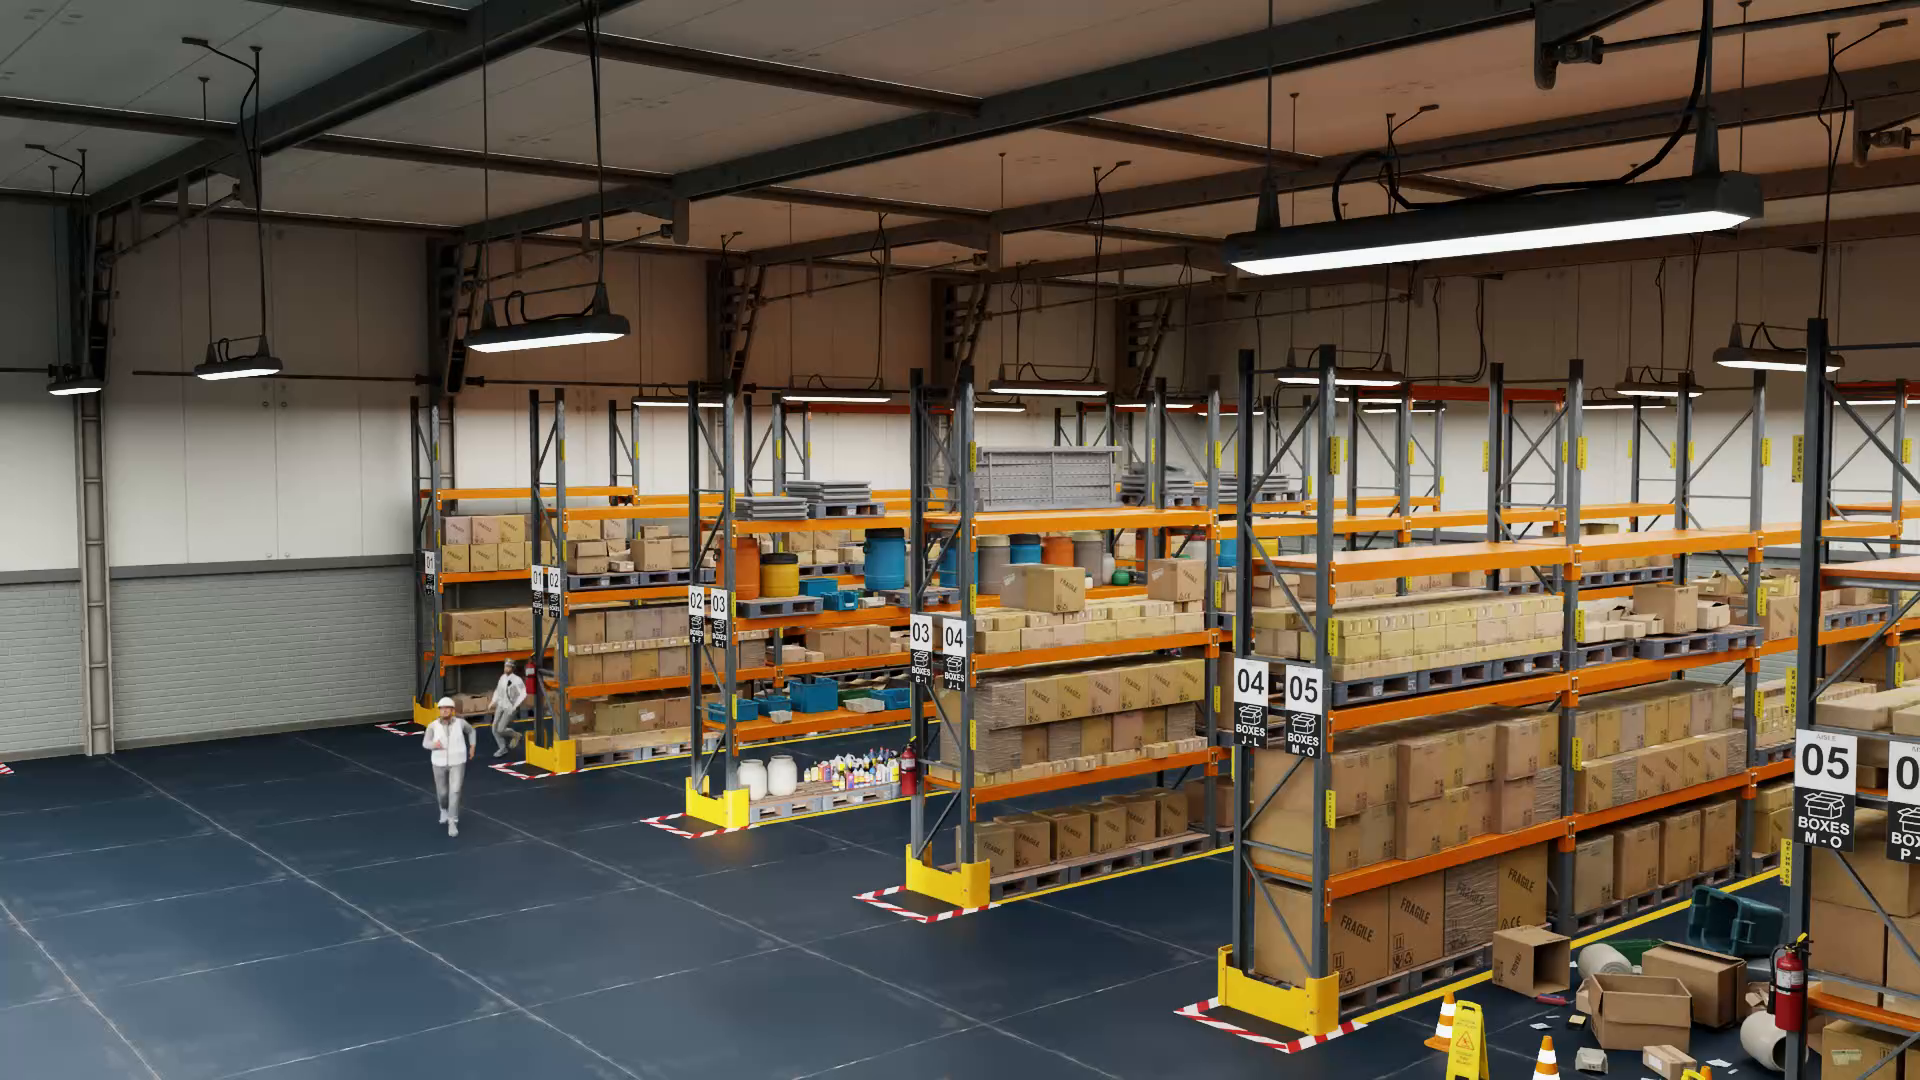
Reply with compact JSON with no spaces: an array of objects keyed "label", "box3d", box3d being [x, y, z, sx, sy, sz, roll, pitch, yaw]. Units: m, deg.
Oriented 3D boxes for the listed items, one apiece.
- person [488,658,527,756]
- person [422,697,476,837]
[{"label":"person","box3d":[-7.420,2.754,27.356,0.665,1.649,0.513,2,4,34]},{"label":"person","box3d":[-6.773,2.959,22.024,0.665,1.744,1.025,-1,3,-11]}]
